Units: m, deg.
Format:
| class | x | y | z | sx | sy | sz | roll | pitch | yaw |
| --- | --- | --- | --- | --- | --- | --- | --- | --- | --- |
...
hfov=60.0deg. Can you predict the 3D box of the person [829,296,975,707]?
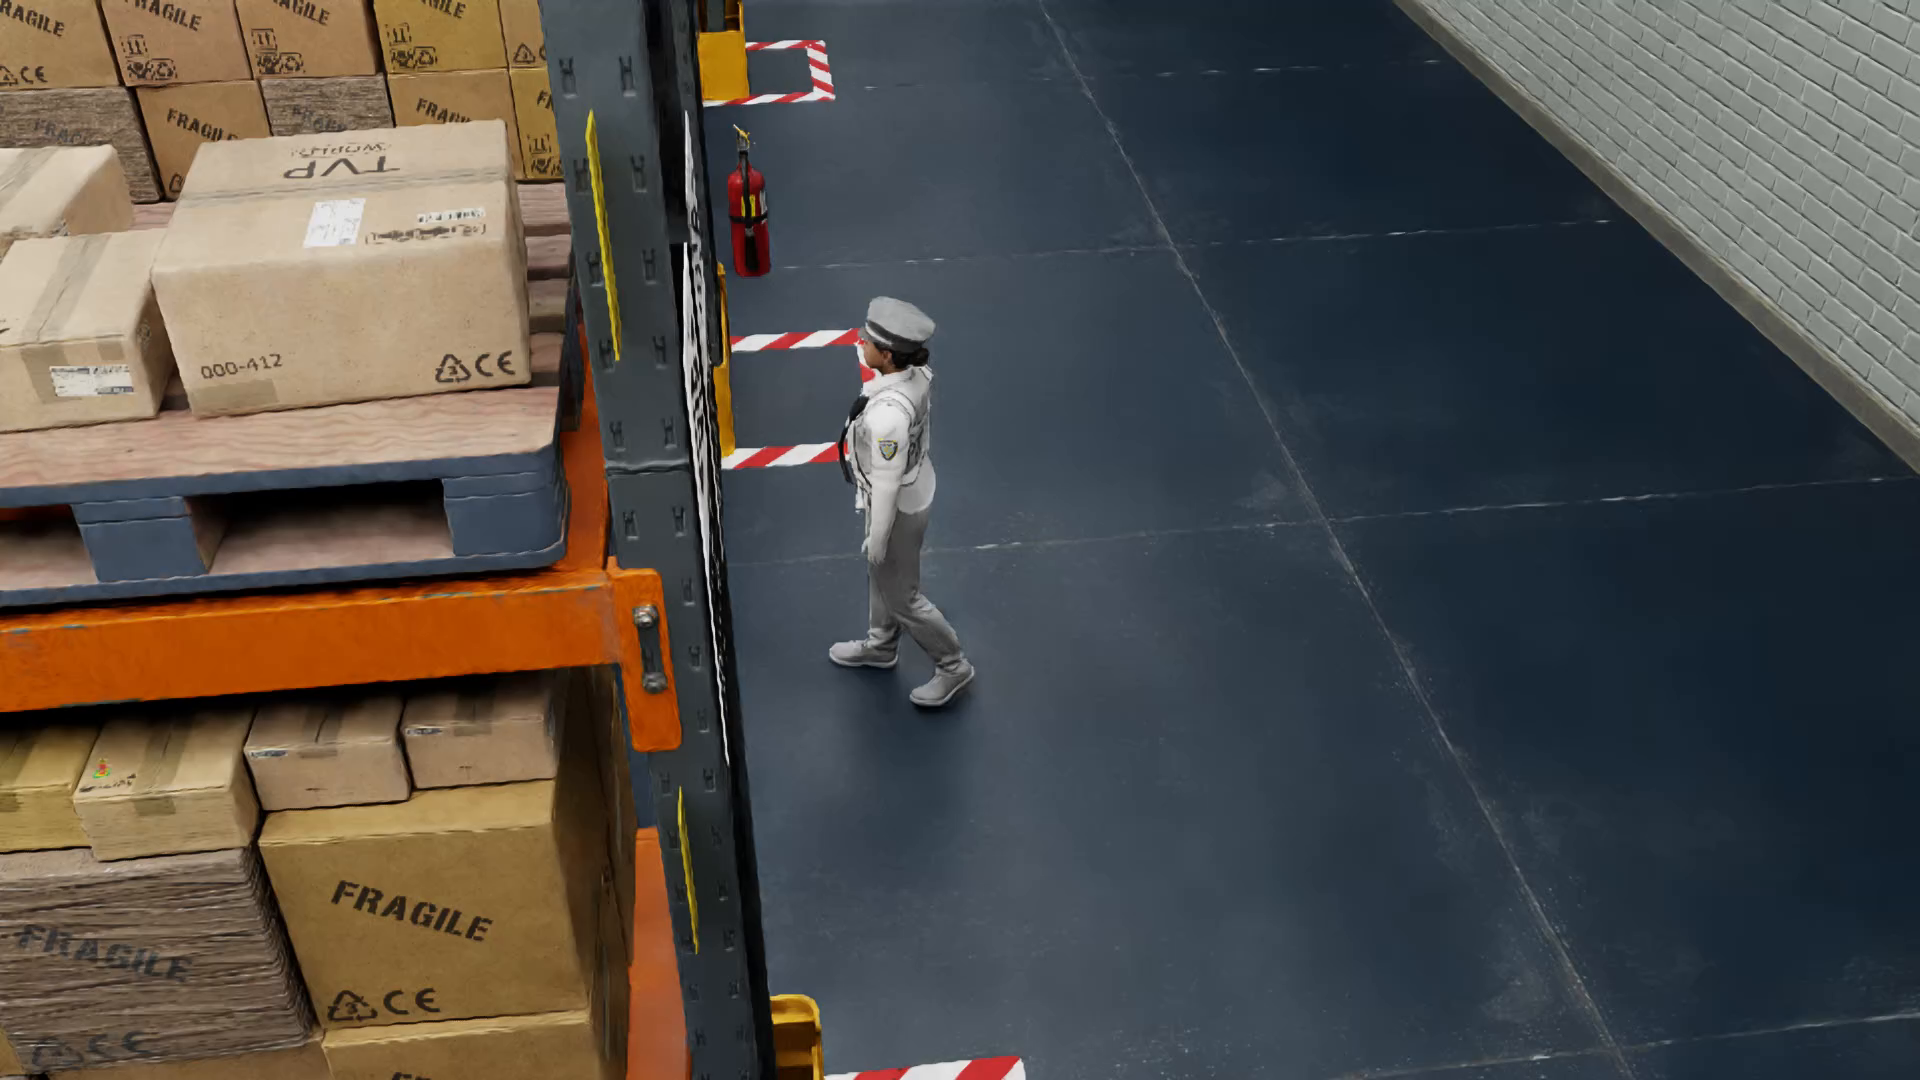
| class | x | y | z | sx | sy | sz | roll | pitch | yaw |
| --- | --- | --- | --- | --- | --- | --- | --- | --- | --- |
| person | -0.255 | -0.135 | 6.300 | 0.599 | 1.685 | 0.494 | 4 | 35 | 6 |
